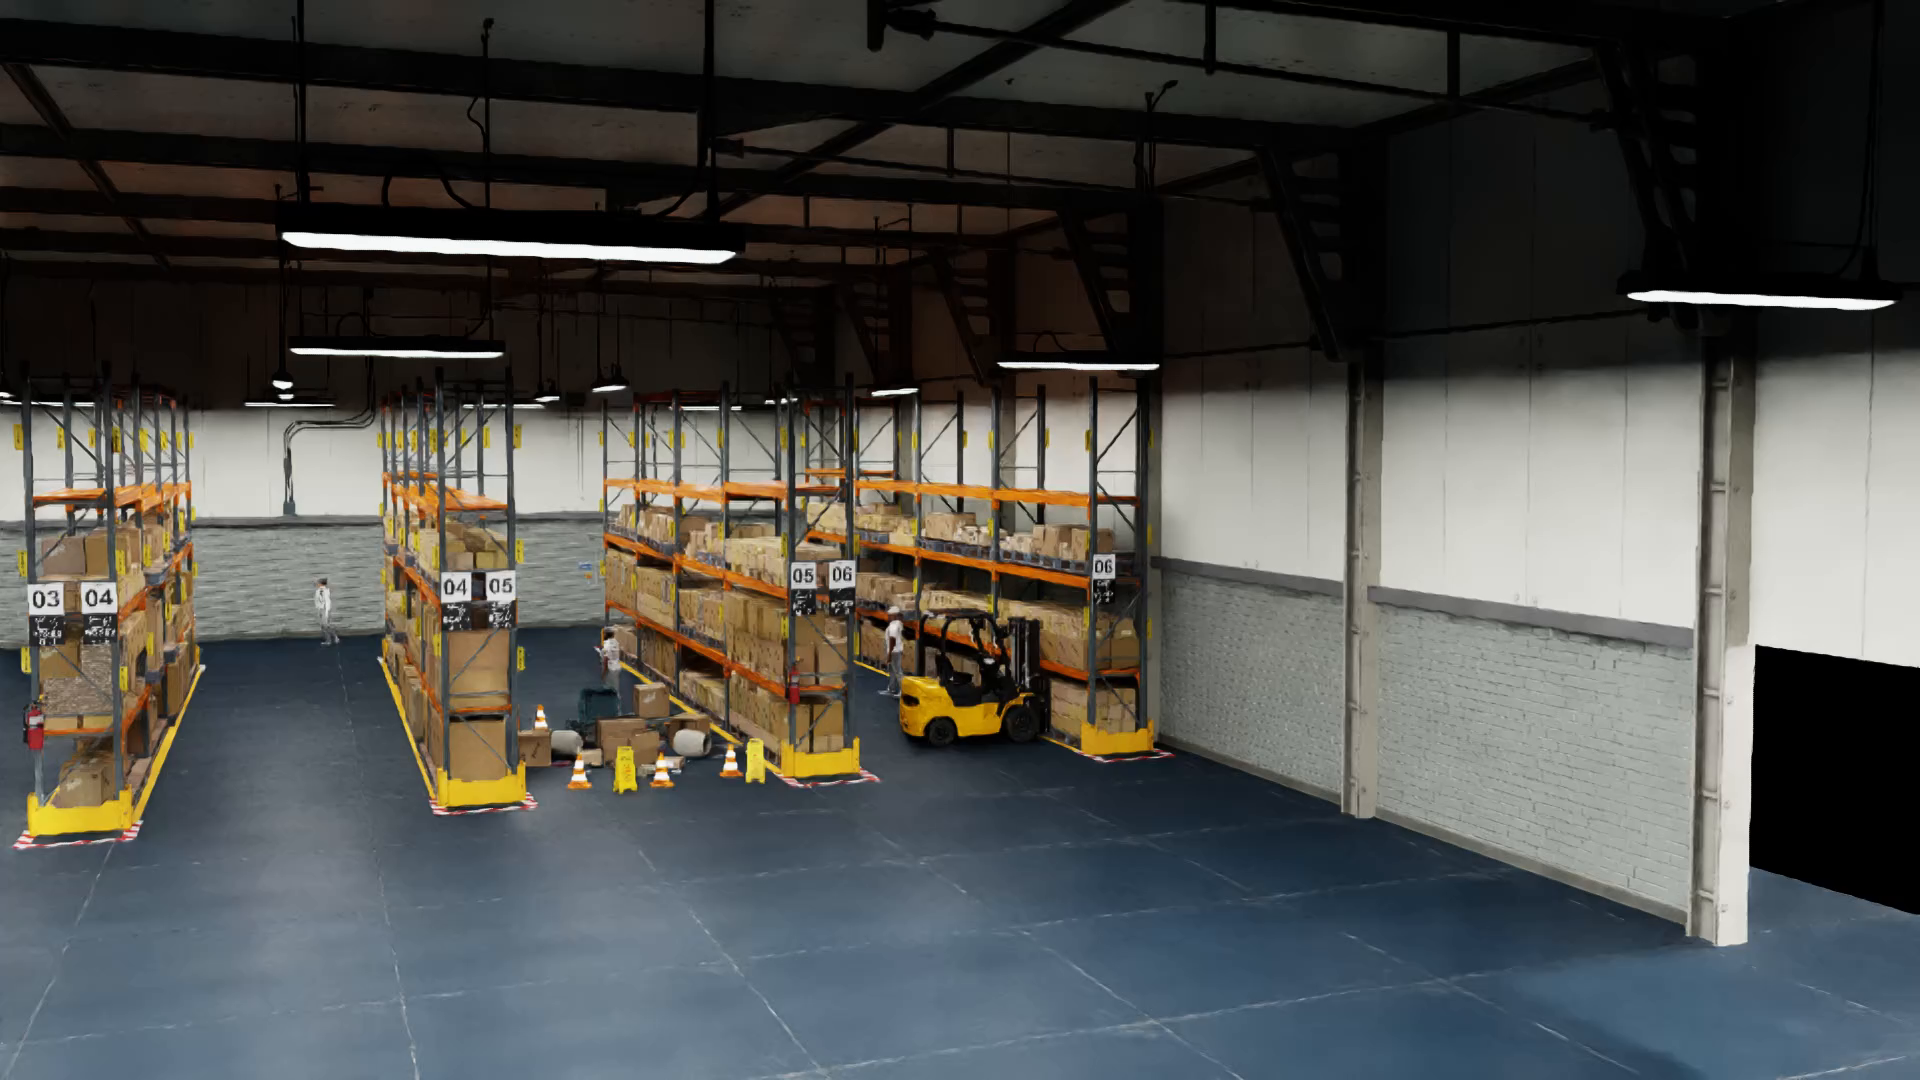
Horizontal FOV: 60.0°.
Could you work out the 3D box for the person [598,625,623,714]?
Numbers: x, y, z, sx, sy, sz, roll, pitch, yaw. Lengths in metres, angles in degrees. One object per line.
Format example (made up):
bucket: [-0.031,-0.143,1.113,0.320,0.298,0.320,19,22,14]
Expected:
person: [-6.274,2.366,29.753,0.551,1.665,0.573,0,3,6]

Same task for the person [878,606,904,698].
person: [-1.316,2.162,32.336,0.587,1.763,0.677,0,3,2]

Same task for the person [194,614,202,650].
person: [-18.323,1.780,39.134,0.685,1.722,0.805,-3,4,-40]

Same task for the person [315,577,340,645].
person: [-15.443,1.729,40.524,0.638,1.655,0.448,3,4,37]
